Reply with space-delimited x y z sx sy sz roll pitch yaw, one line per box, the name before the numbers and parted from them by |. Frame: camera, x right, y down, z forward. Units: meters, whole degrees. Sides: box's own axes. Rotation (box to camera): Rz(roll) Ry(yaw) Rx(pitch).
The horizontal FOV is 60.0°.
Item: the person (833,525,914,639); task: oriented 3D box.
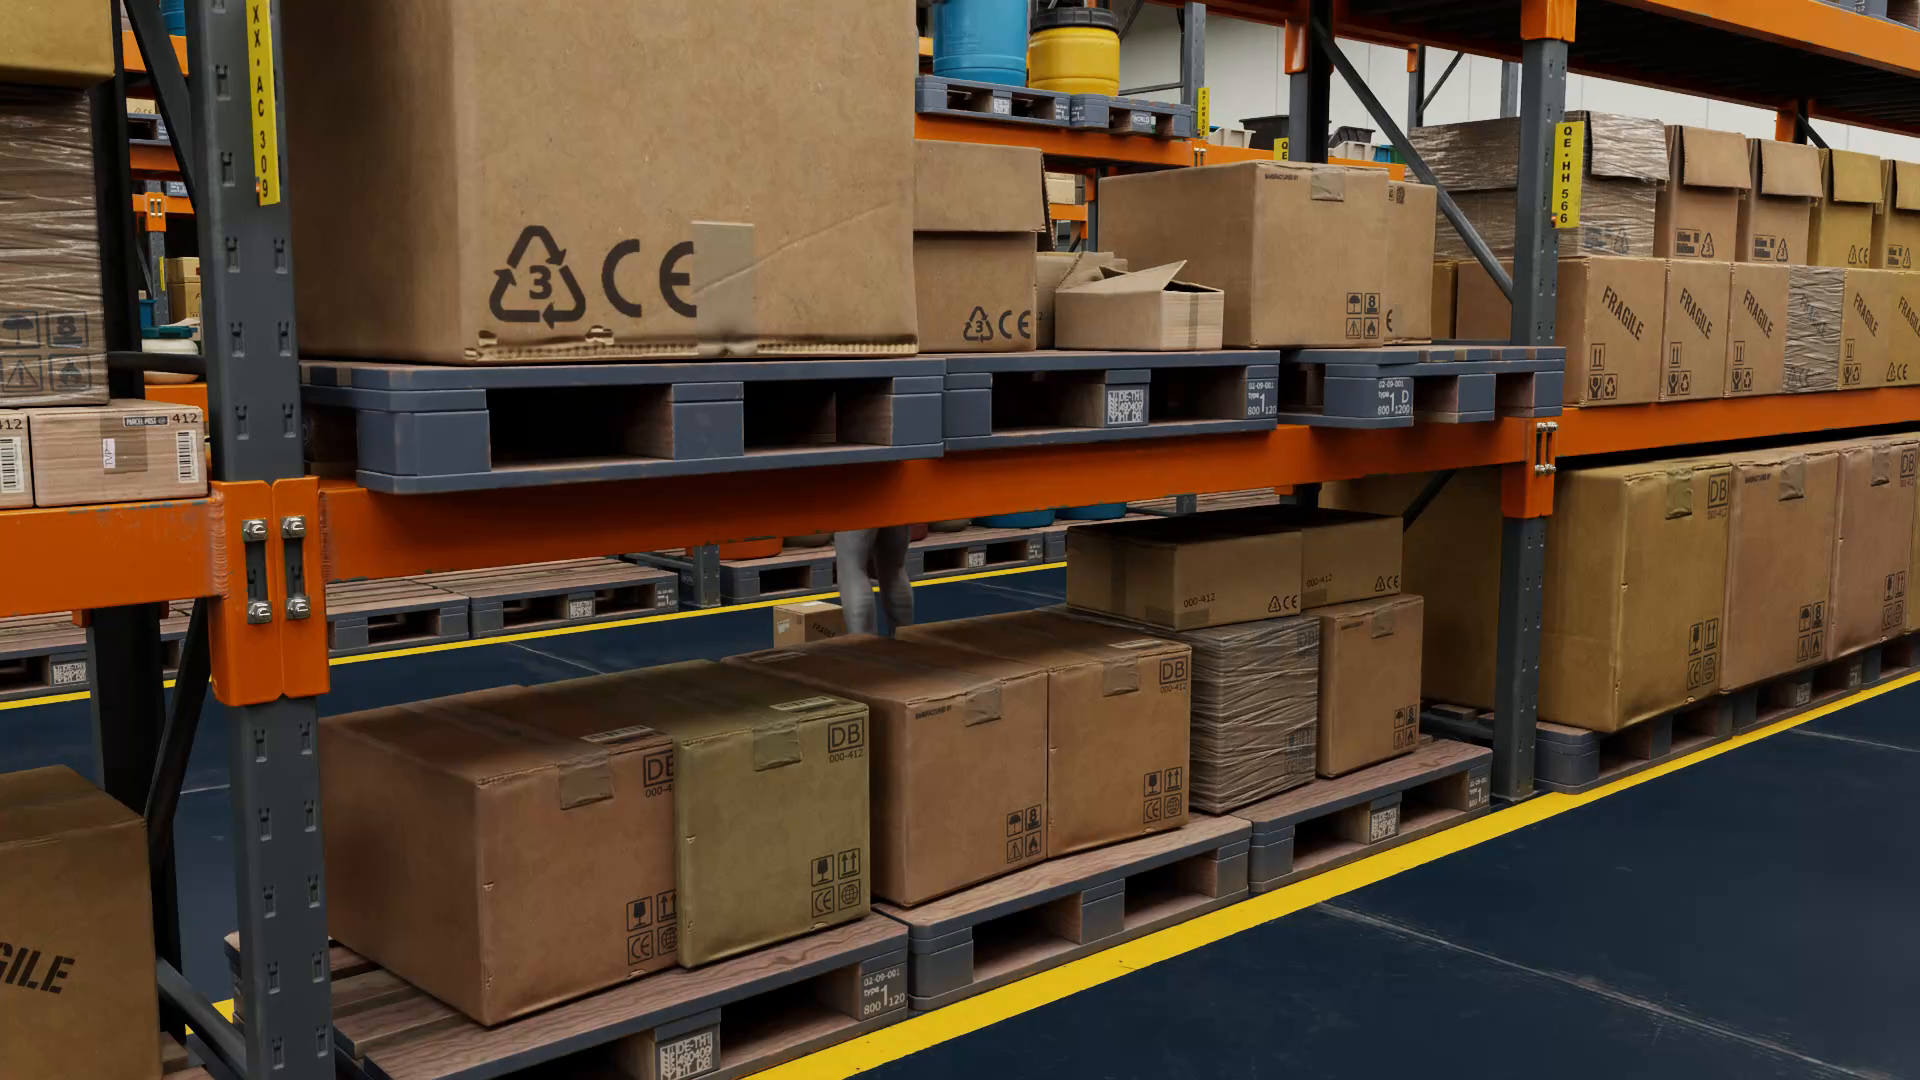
person | -0.403 -0.207 7.394 0.437 1.707 0.339 -6 10 -39
